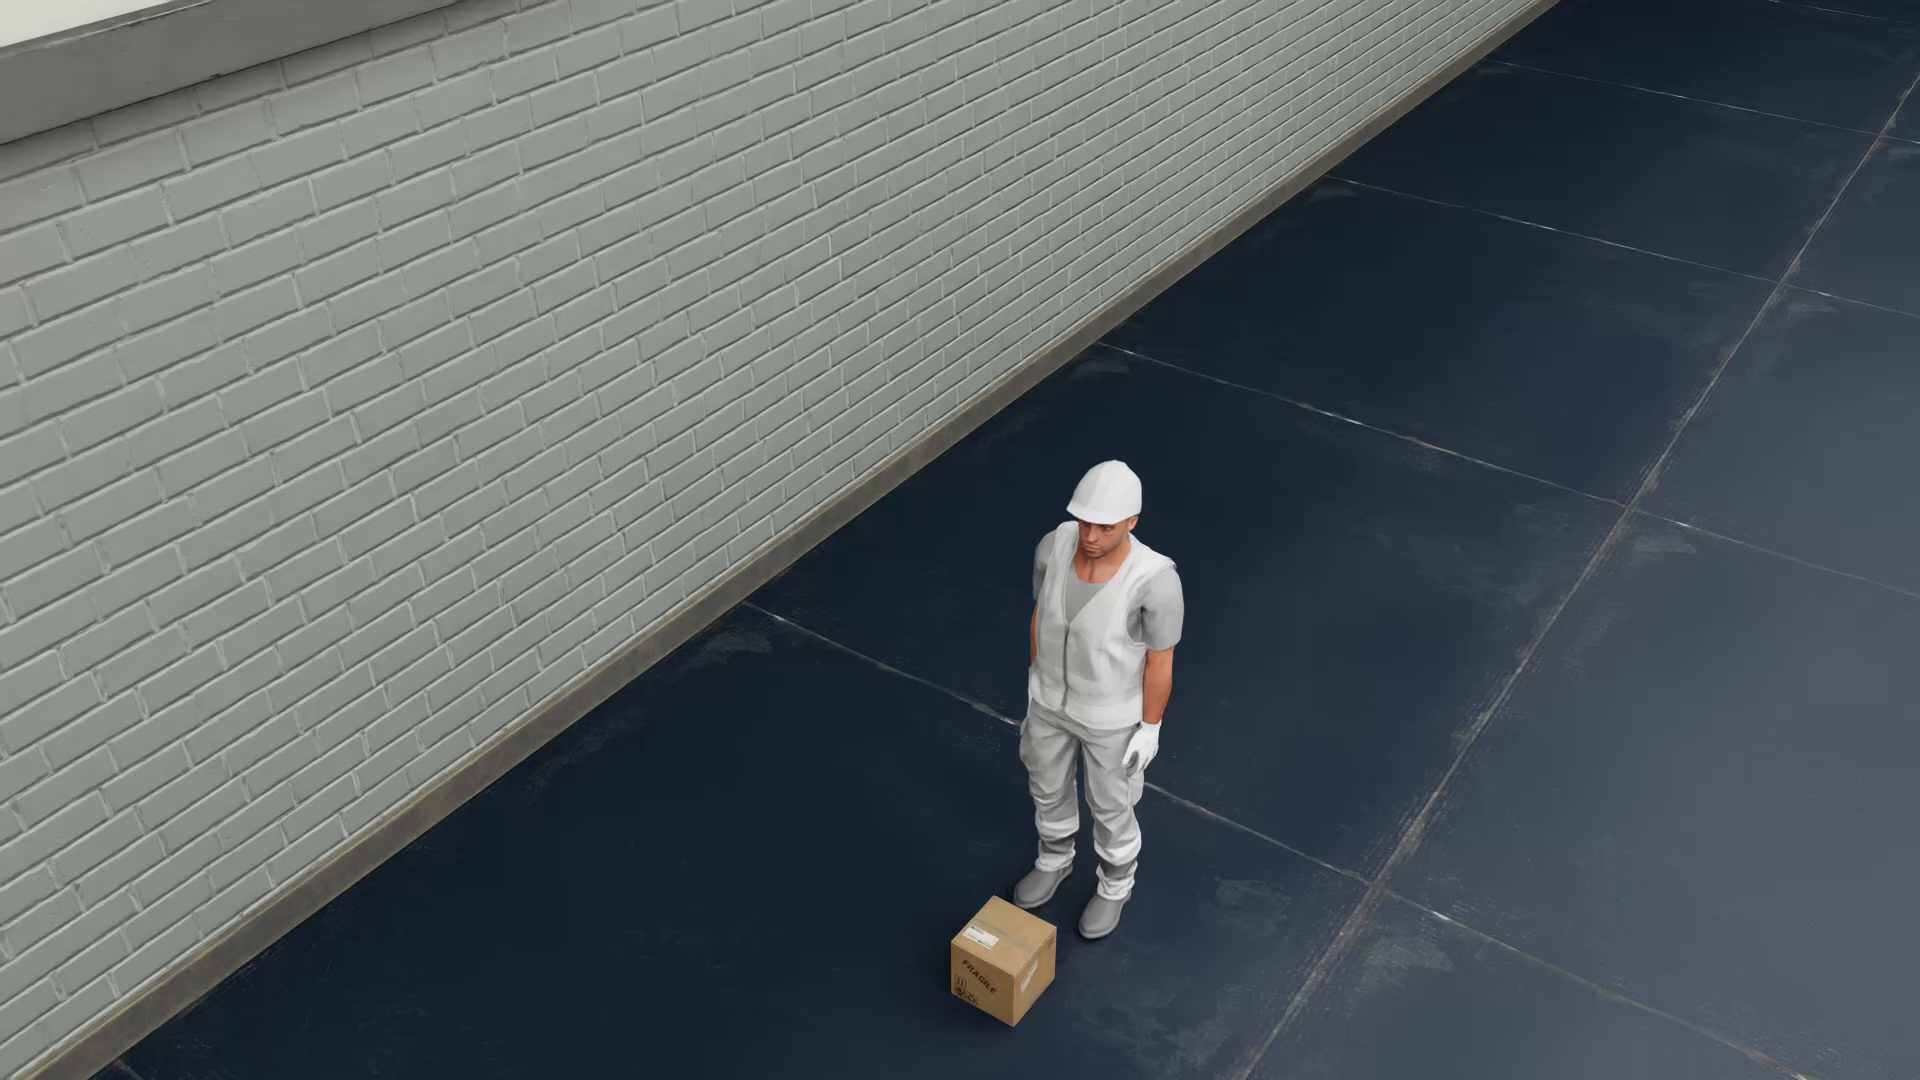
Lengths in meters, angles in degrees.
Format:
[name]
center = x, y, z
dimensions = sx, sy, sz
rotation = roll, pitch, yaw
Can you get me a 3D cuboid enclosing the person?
[person]
center = 0.421, 0.530, 5.345
dimensions = 0.524, 1.786, 0.348
rotation = 22, 40, 29
